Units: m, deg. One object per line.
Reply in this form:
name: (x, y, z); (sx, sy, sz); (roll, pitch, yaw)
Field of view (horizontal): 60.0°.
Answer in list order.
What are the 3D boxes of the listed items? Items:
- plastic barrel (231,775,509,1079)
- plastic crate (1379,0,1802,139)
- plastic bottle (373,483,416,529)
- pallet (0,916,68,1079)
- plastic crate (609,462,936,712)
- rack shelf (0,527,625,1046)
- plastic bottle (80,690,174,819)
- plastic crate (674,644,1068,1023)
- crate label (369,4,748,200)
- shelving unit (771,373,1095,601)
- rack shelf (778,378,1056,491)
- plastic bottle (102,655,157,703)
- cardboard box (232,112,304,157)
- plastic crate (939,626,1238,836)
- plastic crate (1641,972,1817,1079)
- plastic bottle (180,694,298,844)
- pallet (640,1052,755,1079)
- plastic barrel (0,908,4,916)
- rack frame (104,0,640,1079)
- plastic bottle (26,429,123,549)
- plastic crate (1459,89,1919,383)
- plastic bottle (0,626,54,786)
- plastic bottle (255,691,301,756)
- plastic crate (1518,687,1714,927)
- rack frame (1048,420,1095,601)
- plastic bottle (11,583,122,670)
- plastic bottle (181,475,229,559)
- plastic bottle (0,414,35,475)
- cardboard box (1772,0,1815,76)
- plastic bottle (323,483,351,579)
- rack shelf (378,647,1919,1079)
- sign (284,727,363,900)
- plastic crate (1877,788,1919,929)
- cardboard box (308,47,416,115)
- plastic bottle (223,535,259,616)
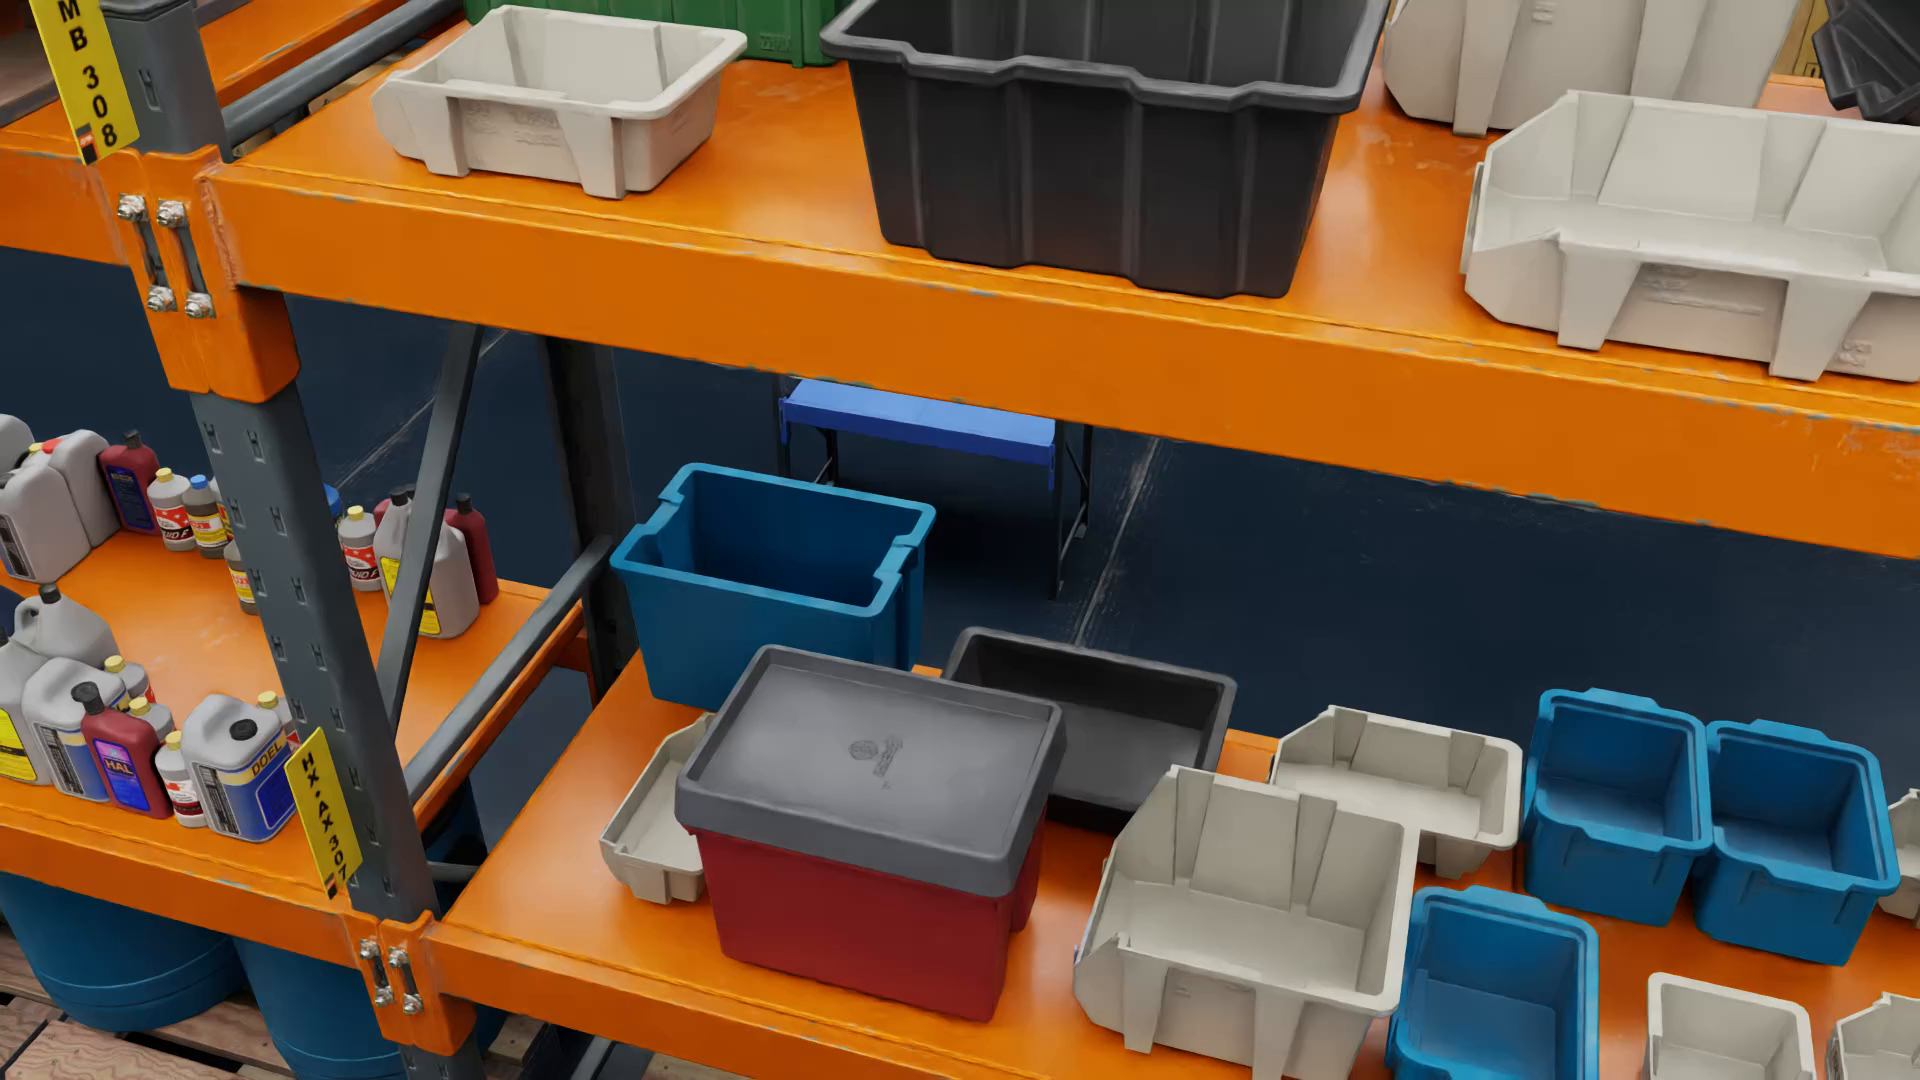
plastic barrel: (-1.435, 0.842, 3.991); (0.708, 0.901, 0.600); (10, 38, 14)
plastic crate: (0.874, -0.748, 2.305); (0.530, 0.282, 0.437); (10, 38, 14)
plastic bottle: (-1.271, -0.011, 3.833); (0.133, 0.283, 0.061); (10, 38, 14)
pallet: (-2.813, 1.021, 4.685); (1.213, 0.211, 1.003); (10, 38, 14)
plastic crate: (-0.373, 0.144, 3.487); (0.575, 0.384, 0.392); (10, 38, 14)
rack shelf: (-2.830, 0.208, 4.043); (4.000, 0.370, 1.077); (10, 38, 14)
plastic bottle: (-1.628, 0.417, 3.251); (0.133, 0.283, 0.061); (10, 38, 14)
plastic crate: (-0.143, 0.522, 2.906); (0.583, 0.464, 0.402); (10, 38, 14)
crate label: (-0.540, -0.580, 2.199); (0.466, 0.136, 0.293); (10, 38, 14)
shelving unit: (-0.081, -0.619, 5.826); (1.048, 1.500, 0.538); (10, 38, 14)
rack shelf: (-0.081, -0.474, 5.933); (1.000, 0.185, 0.538); (10, 38, 14)
plastic bottle: (-1.722, 0.327, 3.443); (0.097, 0.201, 0.097); (0, 36, 0)
cardboard box: (-3.833, -2.254, 8.747); (0.500, 0.250, 0.500); (11, 38, 15)
plastic crate: (0.228, 0.404, 3.351); (0.590, 0.125, 0.437); (10, 38, 14)
plastic crate: (1.231, 0.883, 2.692); (0.250, 0.136, 0.298); (10, 38, 14)
plastic bottle: (-1.393, 0.435, 3.233); (0.135, 0.276, 0.152); (10, 38, 14)
pallet: (-0.207, 1.503, 4.030); (1.213, 0.211, 1.003); (10, 38, 14)
plastic barrel: (-2.623, 0.724, 4.481); (0.421, 0.512, 0.421); (0, 36, 0)
rack frame: (-0.921, 0.272, 3.350); (0.127, 3.000, 1.000); (10, 38, 14)
plastic bottle: (-2.133, -0.139, 4.013); (0.135, 0.276, 0.152); (10, 38, 14)
plastic crate: (0.851, -0.348, 1.884); (0.530, 0.136, 0.437); (10, 38, 14)
plastic bottle: (-1.896, 0.315, 3.334); (0.185, 0.351, 0.144); (10, 38, 14)
plastic bottle: (-1.374, 0.391, 3.355); (0.097, 0.201, 0.097); (0, 36, 0)
plastic crate: (1.217, 0.507, 3.122); (0.300, 0.233, 0.416); (10, 38, 14)
rack frame: (0.404, -0.529, 5.704); (0.032, 1.500, 0.500); (10, 38, 14)
plastic bottle: (-1.853, 0.233, 3.445); (0.185, 0.351, 0.144); (10, 38, 14)
plastic bottle: (-1.794, -0.063, 3.973); (0.097, 0.201, 0.097); (0, 36, 0)
plastic bottle: (-2.354, -0.180, 4.069); (0.135, 0.276, 0.152); (10, 38, 14)
cardboard box: (2.899, -1.969, 6.311); (0.500, 0.500, 0.500); (11, 38, 14)
plastic bottle: (-1.479, -0.033, 3.873); (0.097, 0.271, 0.097); (0, 36, 0)
rack shelf: (0.988, 0.915, 3.083); (4.000, 0.370, 1.077); (10, 38, 14)
sign: (-1.086, 0.471, 2.845); (0.005, 0.325, 0.100); (10, 38, 14)
plastic crate: (1.831, 0.608, 3.066); (0.298, 0.136, 0.250); (10, 38, 14)
cardboard box: (-2.909, -2.165, 8.399); (0.500, 0.500, 0.500); (12, 38, 16)
plastic bottle: (-1.618, 0.064, 3.800); (0.097, 0.201, 0.097); (0, 36, 0)
